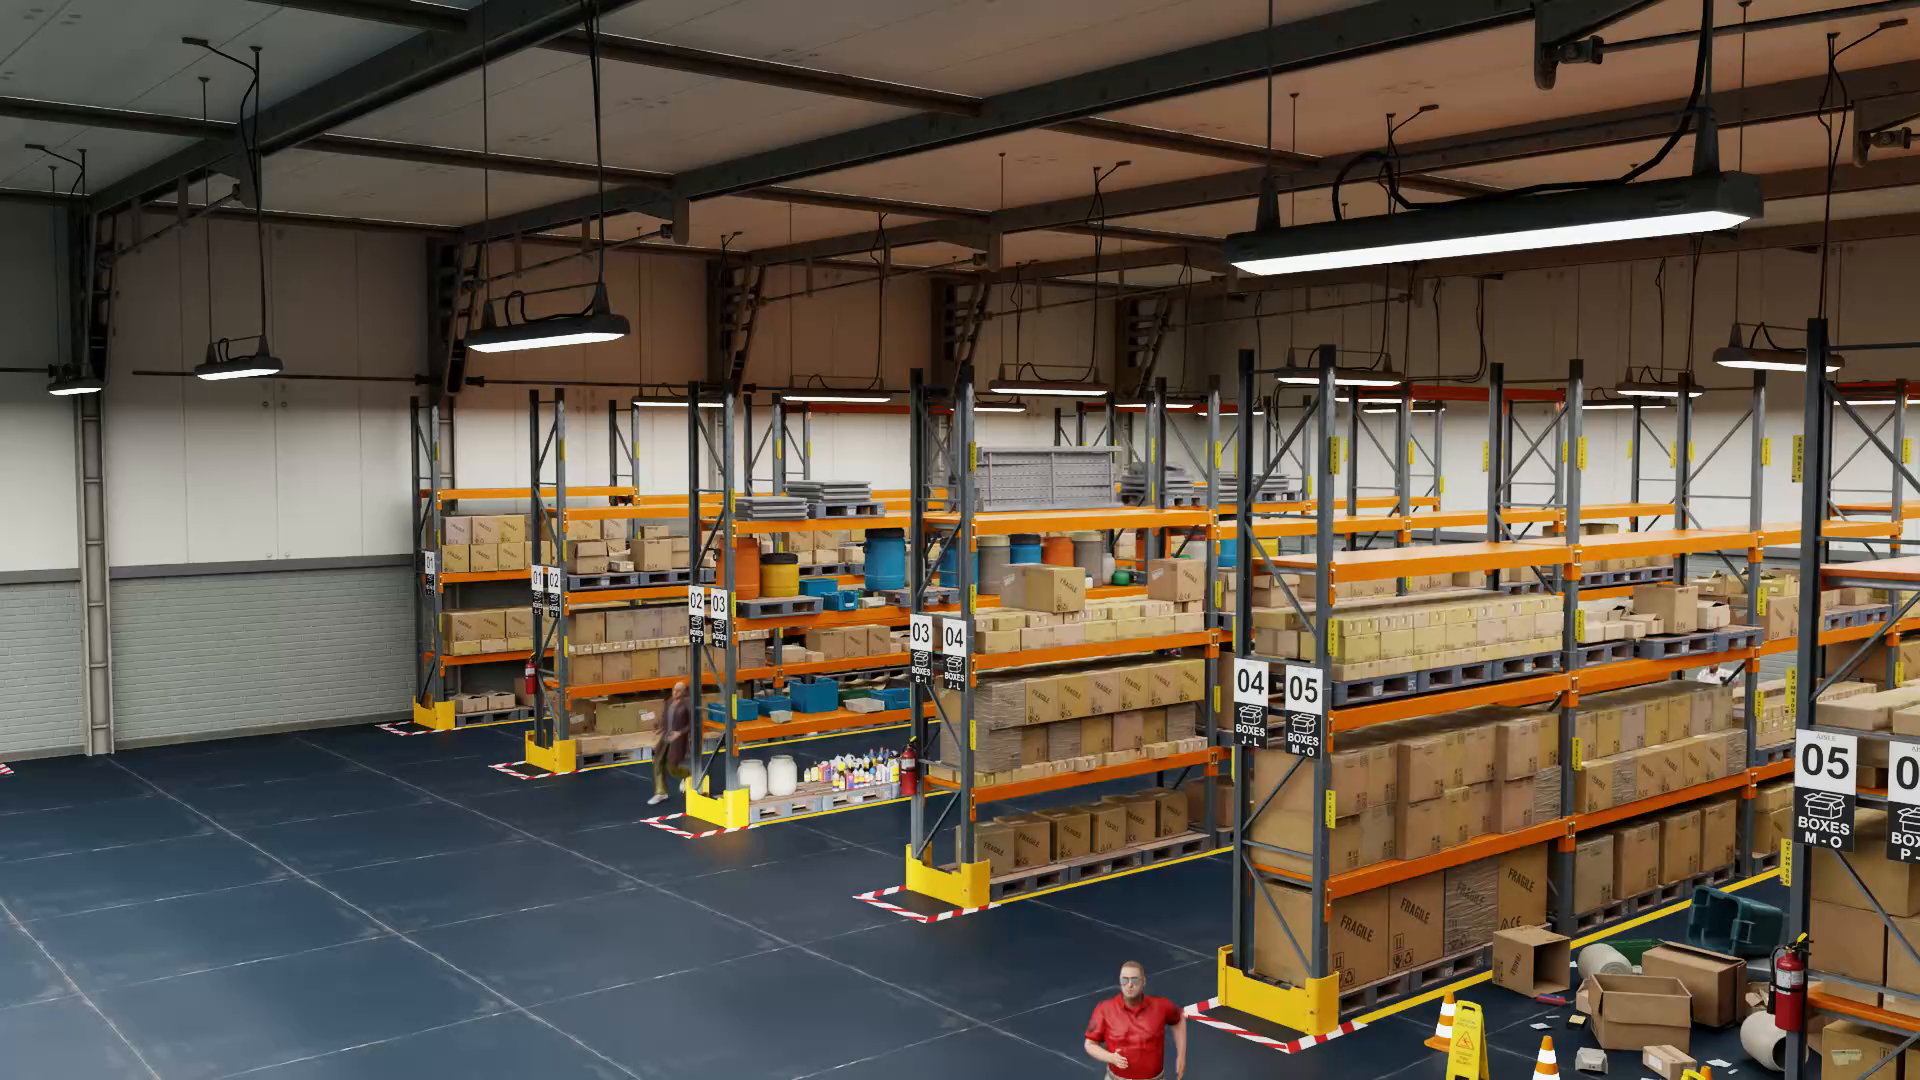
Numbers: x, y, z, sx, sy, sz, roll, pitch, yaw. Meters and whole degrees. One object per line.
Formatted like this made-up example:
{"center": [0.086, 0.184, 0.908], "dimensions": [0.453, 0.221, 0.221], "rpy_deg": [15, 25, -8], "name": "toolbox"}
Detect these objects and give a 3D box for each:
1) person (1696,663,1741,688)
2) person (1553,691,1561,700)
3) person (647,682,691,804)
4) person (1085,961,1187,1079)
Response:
{"center": [12.173, 2.717, 26.789], "dimensions": [0.858, 1.836, 0.613], "rpy_deg": [-3, 4, -40], "name": "person"}
{"center": [8.572, 2.930, 23.830], "dimensions": [0.587, 1.627, 0.624], "rpy_deg": [3, 5, 42], "name": "person"}
{"center": [-4.056, 2.904, 23.941], "dimensions": [0.756, 1.749, 0.847], "rpy_deg": [2, 4, 33], "name": "person"}
{"center": [1.153, 3.654, 10.959], "dimensions": [0.669, 1.740, 0.977], "rpy_deg": [0, 3, 8], "name": "person"}
